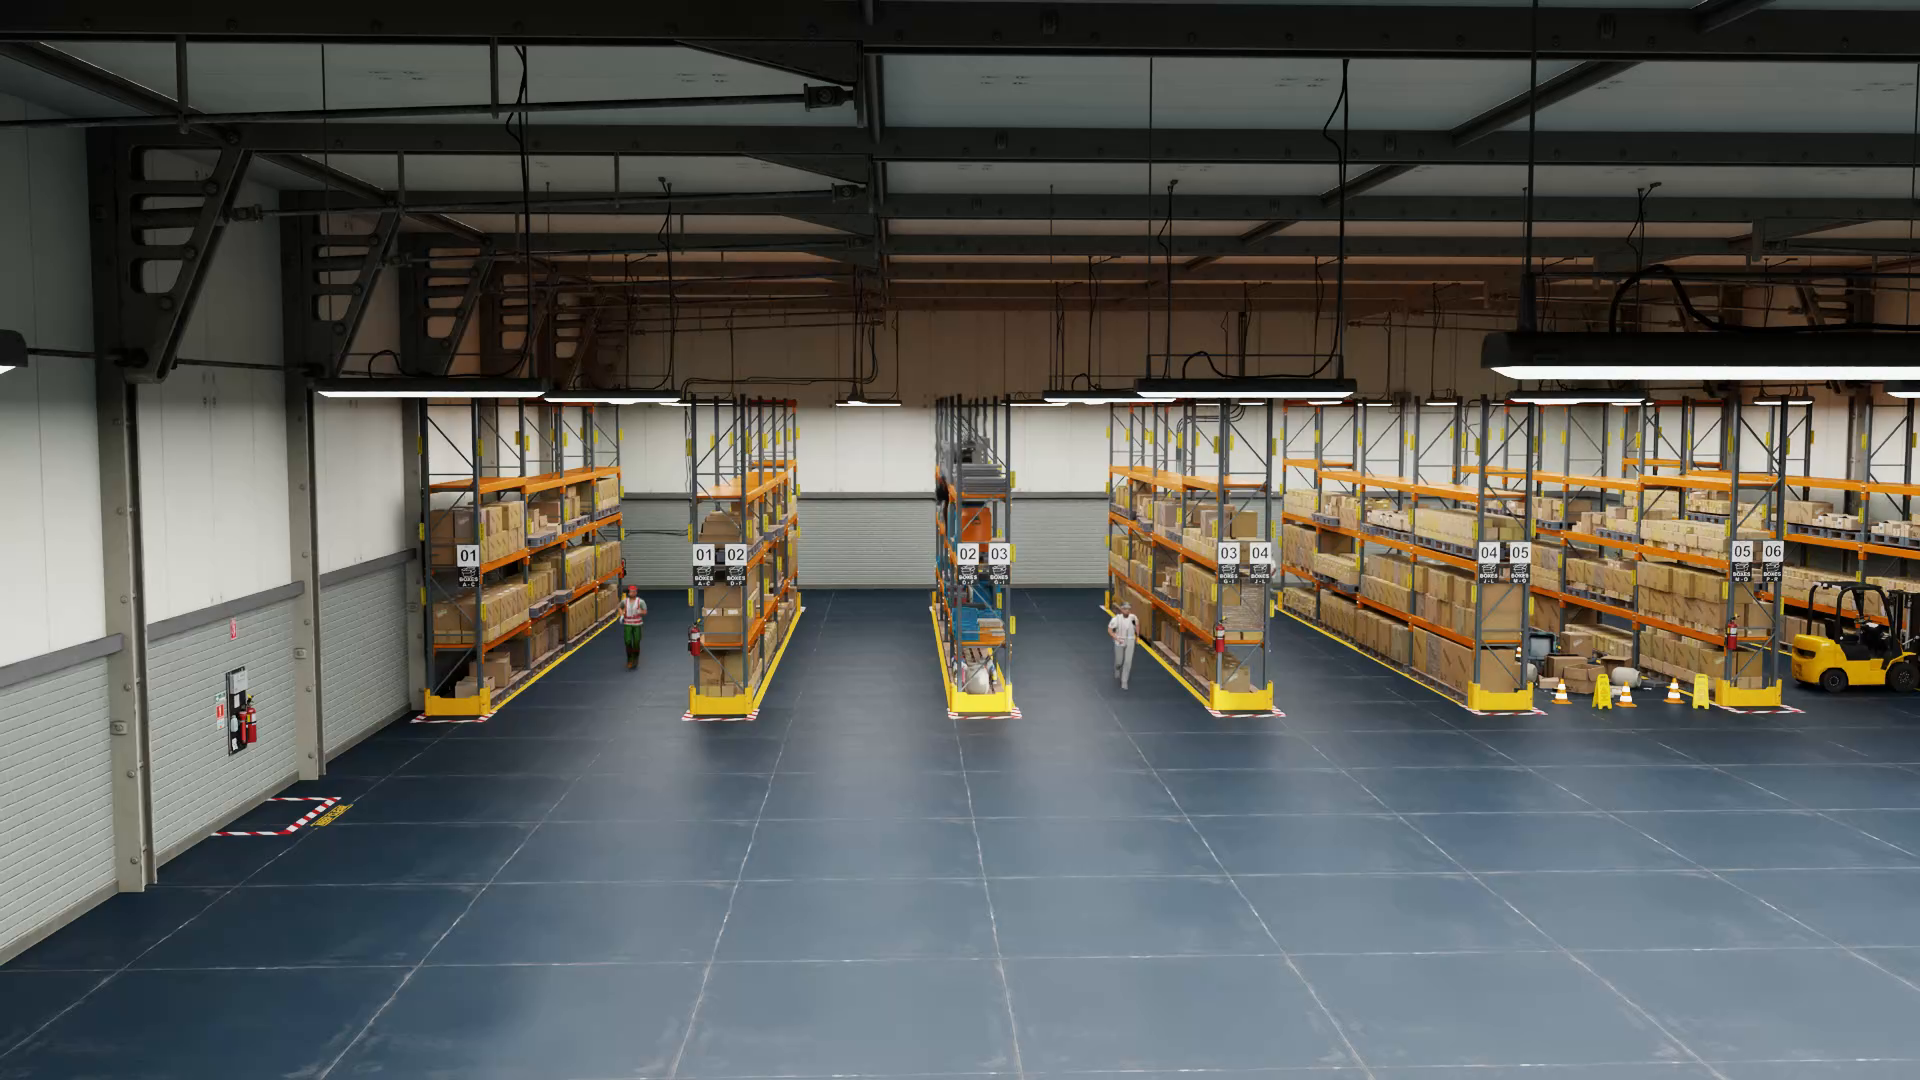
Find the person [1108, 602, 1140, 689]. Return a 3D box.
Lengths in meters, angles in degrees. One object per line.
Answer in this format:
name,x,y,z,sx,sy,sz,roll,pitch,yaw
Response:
person,3.399,2.151,34.434,0.686,1.772,0.921,0,5,-6

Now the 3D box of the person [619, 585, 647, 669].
person,-7.258,1.927,36.889,0.630,1.844,0.735,-1,5,-9

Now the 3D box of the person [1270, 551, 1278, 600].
person,9.166,1.088,49.015,0.531,1.605,0.667,0,5,-4

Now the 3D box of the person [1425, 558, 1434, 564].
person,12.288,1.401,43.607,0.664,1.851,0.776,-1,5,-14
